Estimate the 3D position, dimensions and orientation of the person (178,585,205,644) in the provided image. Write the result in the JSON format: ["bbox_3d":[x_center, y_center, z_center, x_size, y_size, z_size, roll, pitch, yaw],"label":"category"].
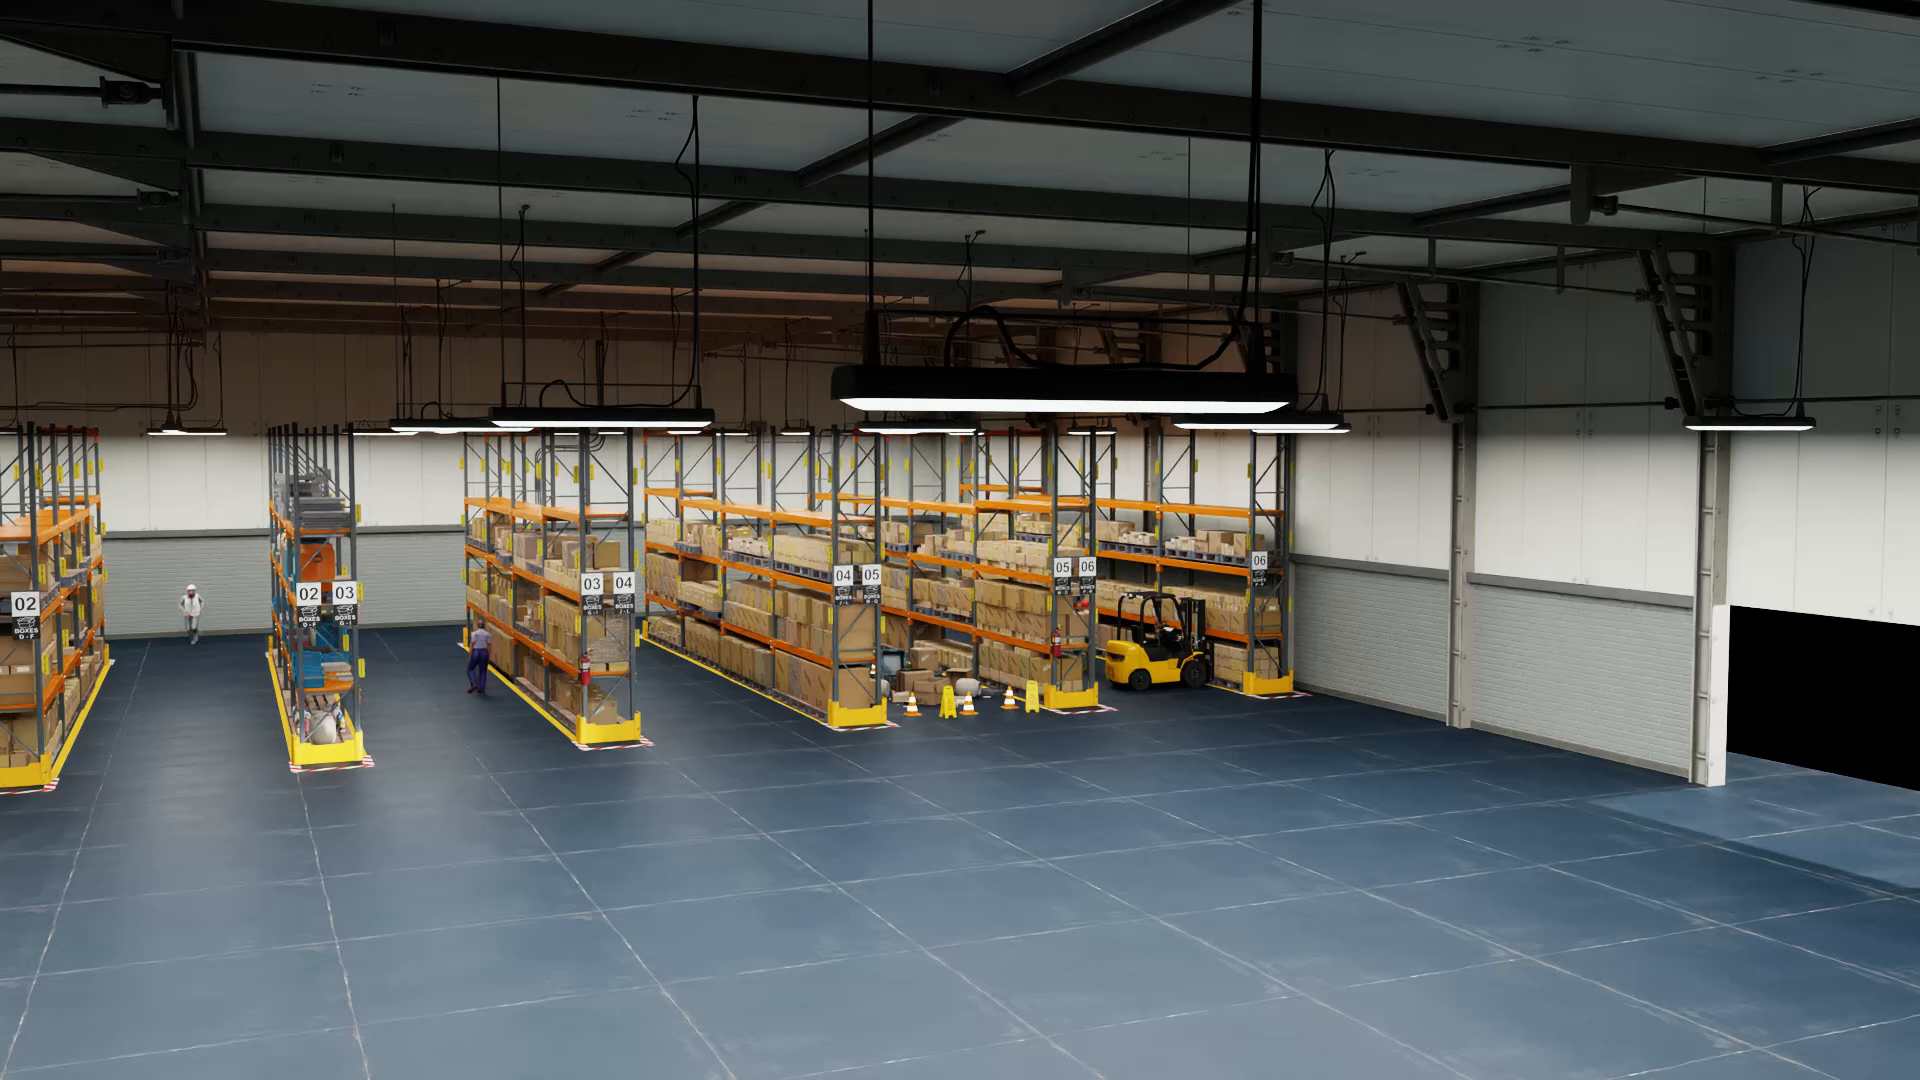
[{"bbox_3d":[-21.322,2.065,46.158,0.616,1.679,0.723,-1,4,-14],"label":"person"}]

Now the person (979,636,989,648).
[{"bbox_3d":[0.649,2.120,45.474,0.383,1.697,0.503,2,4,35],"label":"person"}]

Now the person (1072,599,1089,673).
[{"bbox_3d":[3.047,2.359,40.622,0.543,1.808,0.542,-2,4,-34],"label":"person"}]

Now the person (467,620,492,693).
[{"bbox_3d":[-10.780,2.618,37.285,0.561,1.649,0.424,-2,4,-28],"label":"person"}]
